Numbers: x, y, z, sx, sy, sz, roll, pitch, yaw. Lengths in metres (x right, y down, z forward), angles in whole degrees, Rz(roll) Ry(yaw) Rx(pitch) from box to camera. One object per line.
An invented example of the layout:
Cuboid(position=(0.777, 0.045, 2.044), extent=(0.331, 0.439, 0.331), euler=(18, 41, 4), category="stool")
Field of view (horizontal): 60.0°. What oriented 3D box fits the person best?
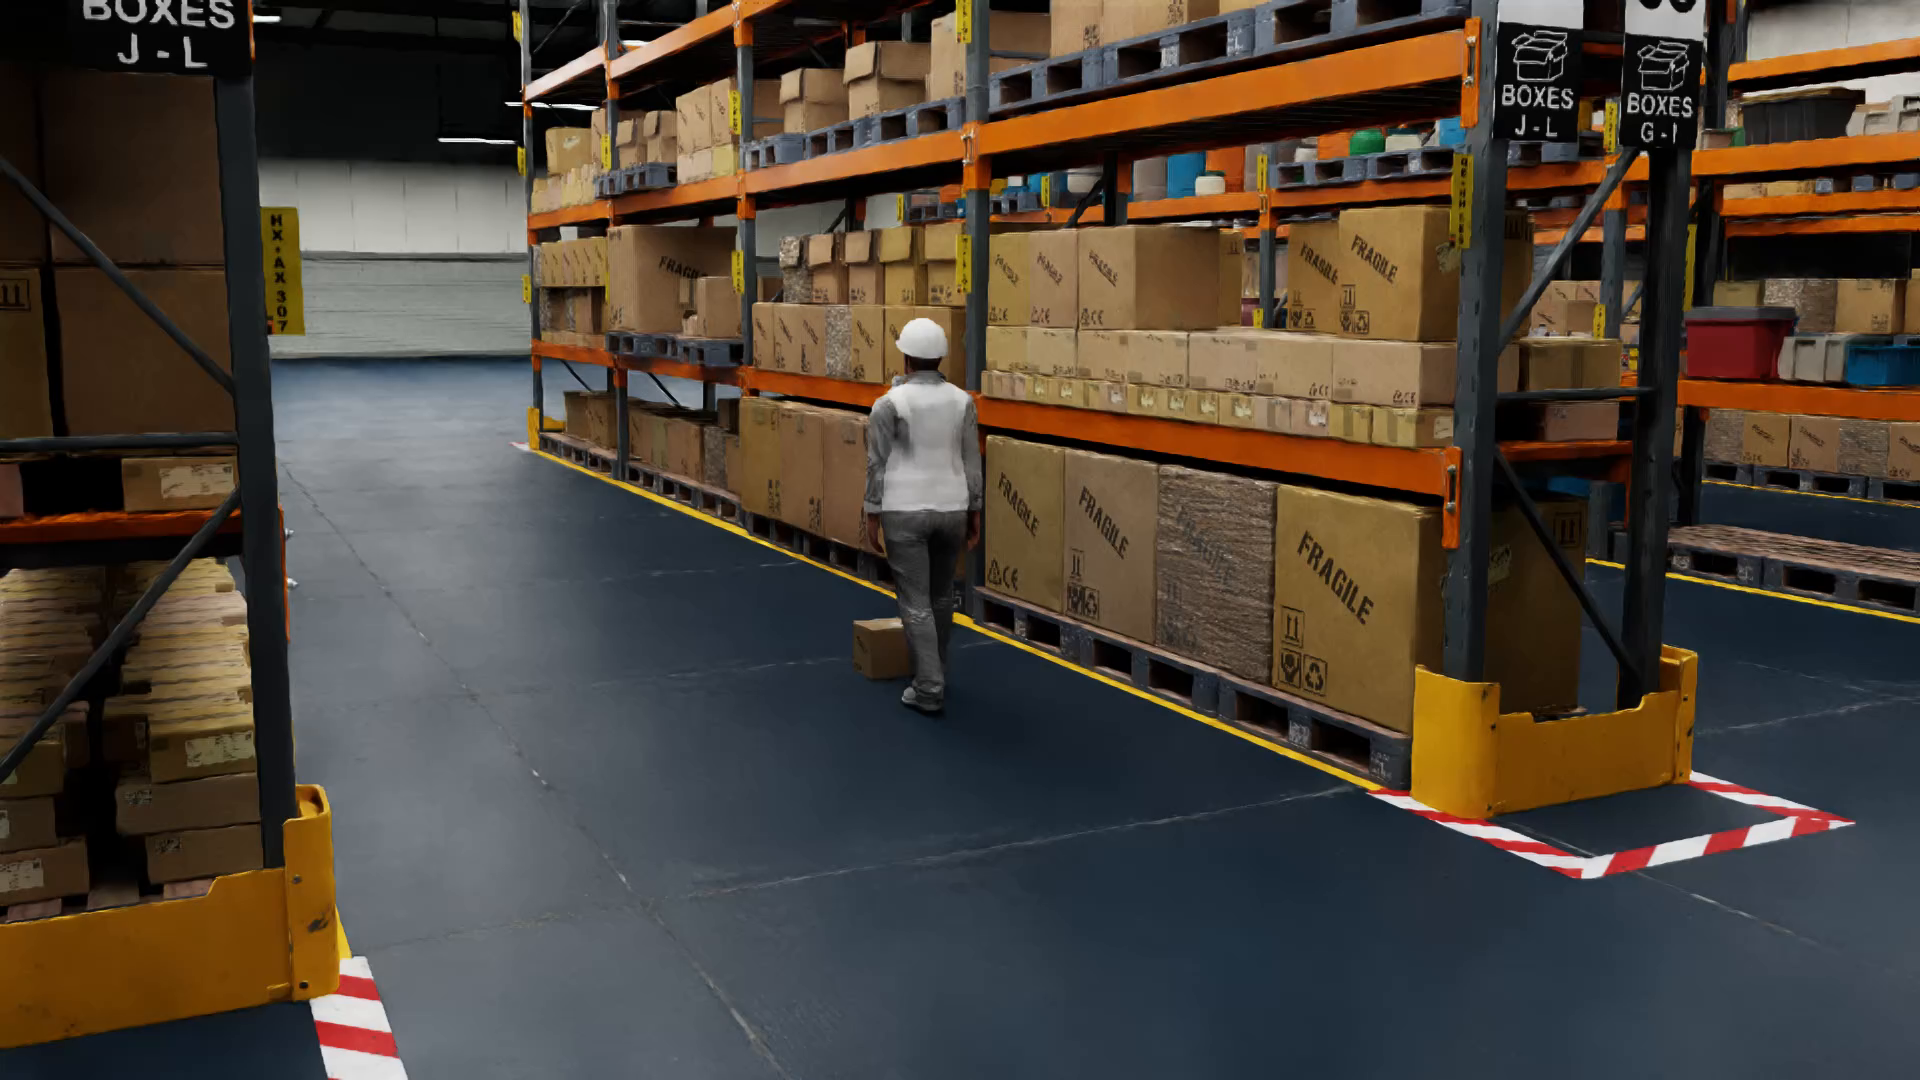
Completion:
Cuboid(position=(-0.224, -0.144, 7.682), extent=(0.537, 1.757, 0.774), euler=(-4, 9, -26), category="person")
